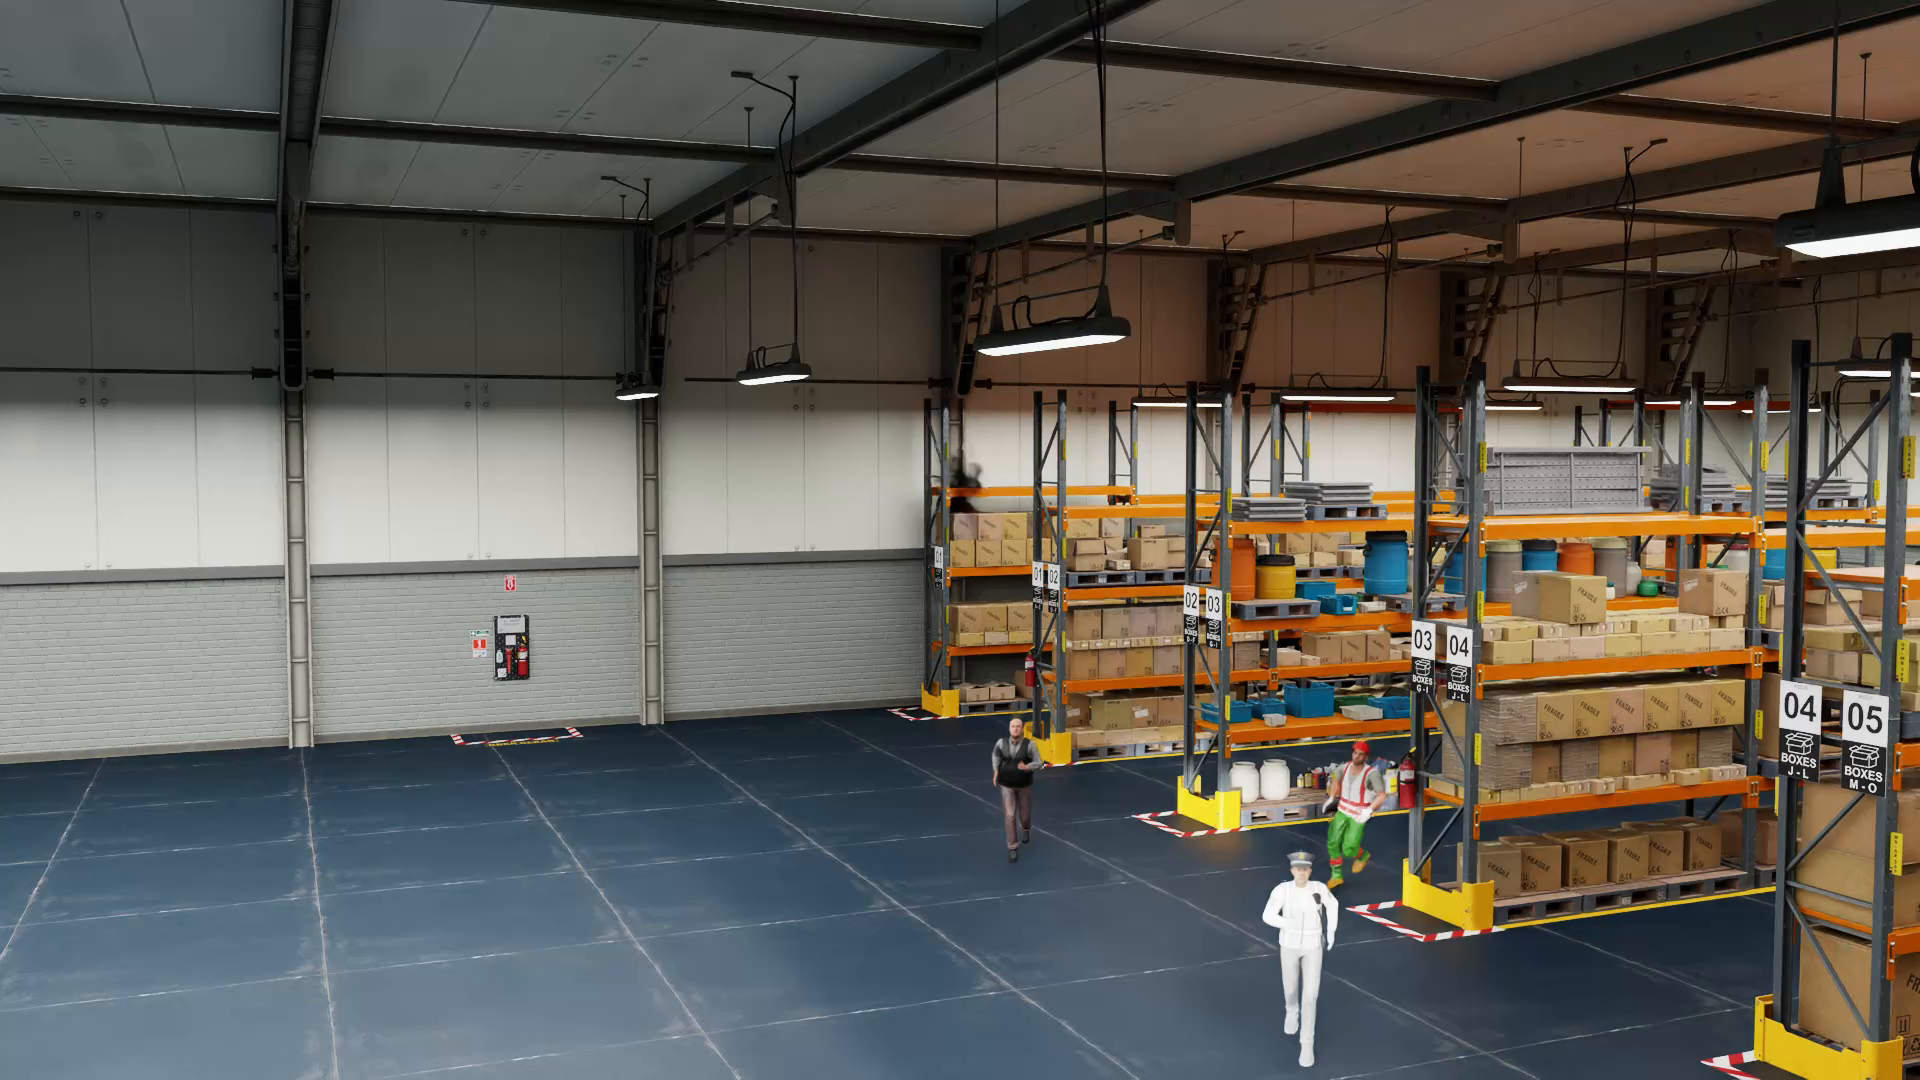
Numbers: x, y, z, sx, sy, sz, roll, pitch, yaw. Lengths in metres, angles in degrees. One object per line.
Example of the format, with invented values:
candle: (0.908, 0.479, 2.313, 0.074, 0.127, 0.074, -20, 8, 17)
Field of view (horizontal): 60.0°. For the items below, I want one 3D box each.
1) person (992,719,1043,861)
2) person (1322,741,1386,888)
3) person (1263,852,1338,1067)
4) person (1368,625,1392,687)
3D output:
person: (0.706, 3.069, 20.752, 0.658, 1.704, 0.914, 0, 3, 7)
person: (4.602, 3.180, 19.293, 0.631, 1.737, 0.706, -3, 5, -43)
person: (2.884, 3.467, 14.090, 0.629, 1.722, 0.851, 1, 3, 11)
person: (8.106, 2.466, 31.811, 0.842, 1.698, 0.579, -1, 4, -23)
